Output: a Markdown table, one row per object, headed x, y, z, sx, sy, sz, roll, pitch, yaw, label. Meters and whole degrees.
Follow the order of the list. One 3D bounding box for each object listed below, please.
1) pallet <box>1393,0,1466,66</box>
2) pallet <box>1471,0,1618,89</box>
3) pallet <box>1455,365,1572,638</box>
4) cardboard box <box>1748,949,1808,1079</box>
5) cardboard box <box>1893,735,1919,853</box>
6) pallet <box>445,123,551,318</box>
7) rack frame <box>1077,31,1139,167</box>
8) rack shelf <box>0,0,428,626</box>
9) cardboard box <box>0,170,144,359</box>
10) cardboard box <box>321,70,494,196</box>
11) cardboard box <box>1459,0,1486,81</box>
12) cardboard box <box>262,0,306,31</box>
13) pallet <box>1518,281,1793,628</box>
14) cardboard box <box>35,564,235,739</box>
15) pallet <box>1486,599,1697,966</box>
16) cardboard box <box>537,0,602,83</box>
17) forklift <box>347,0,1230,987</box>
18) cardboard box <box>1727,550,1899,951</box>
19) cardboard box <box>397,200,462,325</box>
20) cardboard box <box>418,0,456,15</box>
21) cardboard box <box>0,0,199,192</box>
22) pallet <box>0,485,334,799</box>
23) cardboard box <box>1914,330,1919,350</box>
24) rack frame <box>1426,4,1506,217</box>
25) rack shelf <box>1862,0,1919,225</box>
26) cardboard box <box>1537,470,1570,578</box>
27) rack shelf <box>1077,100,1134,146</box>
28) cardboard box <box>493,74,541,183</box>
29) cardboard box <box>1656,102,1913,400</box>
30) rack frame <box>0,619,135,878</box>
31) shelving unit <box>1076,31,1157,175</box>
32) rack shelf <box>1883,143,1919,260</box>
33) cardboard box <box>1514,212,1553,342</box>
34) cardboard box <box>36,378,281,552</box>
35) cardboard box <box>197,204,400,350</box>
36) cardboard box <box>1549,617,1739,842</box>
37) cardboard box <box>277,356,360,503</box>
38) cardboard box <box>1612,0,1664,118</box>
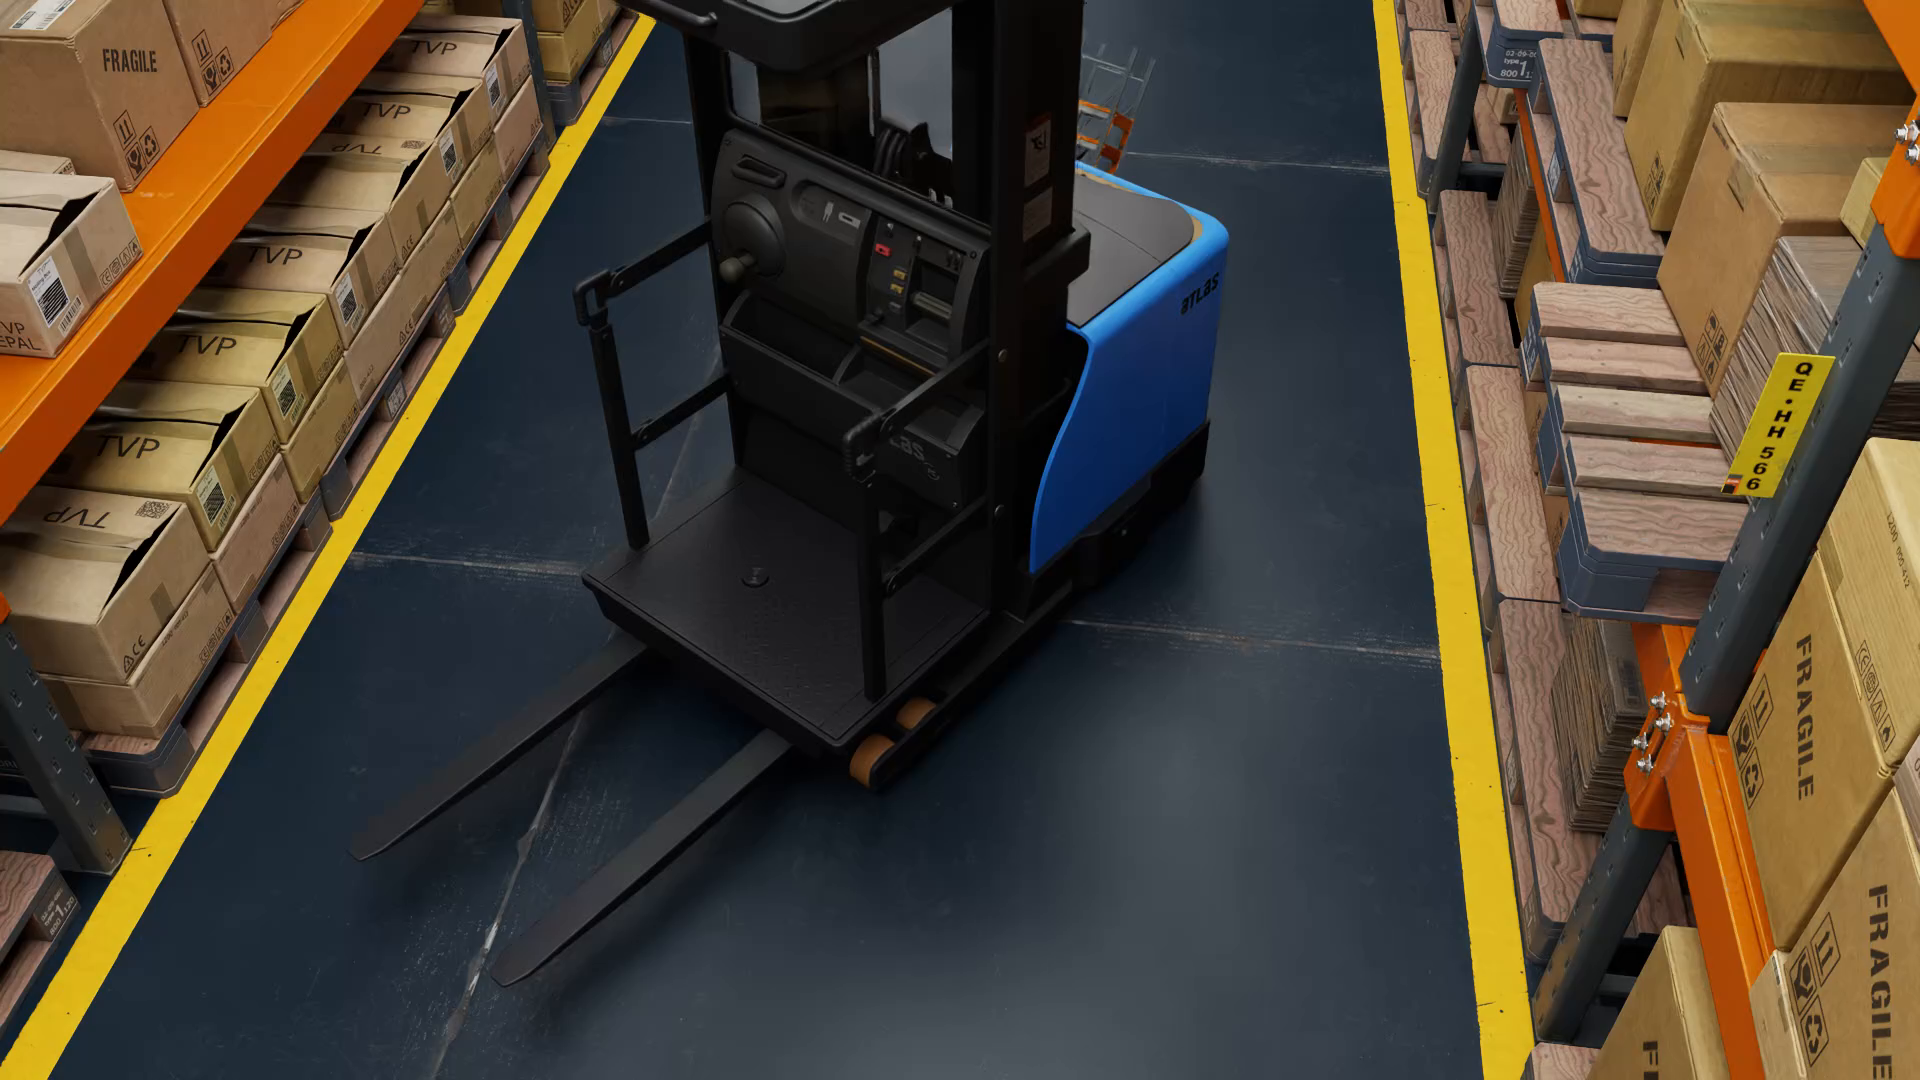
| x | y | z | sx | sy | sz | roll | pitch | yaw | label |
| --- | --- | --- | --- | --- | --- | --- | --- | --- | --- |
| 2.755 | -2.776 | 8.528 | 1.003 | 0.211 | 1.213 | 5 | 44 | 6 | pallet |
| 2.297 | -1.916 | 5.732 | 1.003 | 0.211 | 1.213 | 5 | 44 | 6 | pallet |
| 2.282 | -0.116 | 5.719 | 1.003 | 0.211 | 1.213 | 5 | 44 | 6 | pallet |
| 1.579 | 0.864 | 2.824 | 0.380 | 0.149 | 0.250 | 6 | 44 | 7 | cardboard box |
| 1.627 | 0.461 | 2.232 | 0.500 | 0.250 | 0.500 | 5 | 44 | 5 | cardboard box |
| -2.427 | -1.423 | 7.099 | 1.003 | 0.211 | 1.213 | 5 | 44 | 6 | pallet |
| 0.353 | -1.300 | 6.261 | 0.240 | 1.200 | 0.006 | 25 | 12 | 24 | rack frame |
| -2.633 | -1.317 | 5.483 | 1.077 | 0.370 | 4.000 | 5 | 44 | 6 | rack shelf |
| -2.587 | -0.775 | 4.451 | 0.500 | 0.311 | 0.500 | 5 | 44 | 5 | cardboard box |
| -2.201 | -1.642 | 6.589 | 0.500 | 0.311 | 0.500 | 6 | 44 | 7 | cardboard box |
| 2.640 | -2.457 | 7.661 | 0.500 | 0.500 | 0.500 | 2 | 43 | 2 | cardboard box |
| -2.556 | -2.097 | 5.710 | 0.500 | 0.500 | 0.500 | 8 | 44 | 9 | cardboard box |
| 2.002 | -0.193 | 3.912 | 1.213 | 0.211 | 1.003 | 5 | 44 | 6 | pallet |
| -2.537 | 0.300 | 4.945 | 0.500 | 0.250 | 0.500 | 5 | 44 | 5 | cardboard box |
| 2.118 | 0.713 | 4.844 | 1.003 | 0.211 | 1.213 | 5 | 44 | 6 | pallet |
| -2.007 | -2.384 | 7.780 | 0.500 | 0.250 | 0.500 | 5 | 44 | 6 | cardboard box |
| -0.455 | -0.715 | 4.373 | 1.130 | 2.935 | 3.031 | 30 | 51 | 27 | forklift |
| 1.695 | 0.389 | 2.854 | 0.500 | 0.500 | 0.500 | 6 | 44 | 7 | cardboard box |
| -2.272 | -1.093 | 6.417 | 0.500 | 0.250 | 0.500 | 6 | 44 | 6 | cardboard box |
| -2.524 | -2.431 | 7.830 | 0.500 | 0.250 | 0.500 | 5 | 44 | 6 | cardboard box |
| -2.692 | -1.397 | 4.971 | 0.500 | 0.500 | 0.500 | 3 | 44 | 3 | cardboard box |
| -2.750 | 0.240 | 5.343 | 1.003 | 0.211 | 1.213 | 5 | 44 | 6 | pallet |
| 2.029 | -0.437 | 3.165 | 0.380 | 0.149 | 0.250 | 0 | 43 | 0 | cardboard box |
| 2.542 | -2.494 | 6.202 | 1.000 | 3.000 | 0.127 | 5 | 44 | 6 | rack frame |
| 2.278 | -1.959 | 3.978 | 1.077 | 0.370 | 4.000 | 5 | 44 | 6 | rack shelf |
| 2.278 | -0.197 | 5.274 | 0.700 | 0.500 | 0.500 | 5 | 44 | 5 | cardboard box |
| 0.502 | -1.591 | 6.284 | 0.258 | 0.103 | 0.180 | 25 | 12 | 24 | rack shelf |
| -2.136 | -1.786 | 7.149 | 0.500 | 0.250 | 0.500 | 5 | 44 | 5 | cardboard box |
| 2.112 | -0.668 | 3.881 | 0.700 | 0.500 | 0.500 | 1 | 43 | 2 | cardboard box |
| -2.898 | -0.215 | 3.796 | 1.000 | 3.000 | 0.127 | 5 | 44 | 6 | rack frame |
| 0.394 | -1.301 | 6.343 | 0.258 | 1.200 | 0.189 | 25 | 12 | 24 | shelving unit |
| 1.749 | 0.768 | 1.099 | 1.077 | 0.370 | 4.000 | 5 | 44 | 6 | rack shelf |
| 2.443 | -0.886 | 6.002 | 0.700 | 0.500 | 0.500 | 4 | 44 | 5 | cardboard box |
| -2.476 | -0.262 | 5.132 | 0.500 | 0.311 | 0.500 | 4 | 44 | 4 | cardboard box |
| -2.339 | -0.960 | 5.868 | 0.500 | 0.311 | 0.500 | 5 | 44 | 5 | cardboard box |
| 2.057 | 0.485 | 4.554 | 0.700 | 0.500 | 0.500 | 6 | 44 | 6 | cardboard box |
| -2.409 | -0.397 | 5.682 | 0.500 | 0.250 | 0.500 | 4 | 44 | 4 | cardboard box |
| 2.304 | -1.514 | 4.775 | 0.700 | 0.500 | 0.500 | 11 | 45 | 11 | cardboard box |
